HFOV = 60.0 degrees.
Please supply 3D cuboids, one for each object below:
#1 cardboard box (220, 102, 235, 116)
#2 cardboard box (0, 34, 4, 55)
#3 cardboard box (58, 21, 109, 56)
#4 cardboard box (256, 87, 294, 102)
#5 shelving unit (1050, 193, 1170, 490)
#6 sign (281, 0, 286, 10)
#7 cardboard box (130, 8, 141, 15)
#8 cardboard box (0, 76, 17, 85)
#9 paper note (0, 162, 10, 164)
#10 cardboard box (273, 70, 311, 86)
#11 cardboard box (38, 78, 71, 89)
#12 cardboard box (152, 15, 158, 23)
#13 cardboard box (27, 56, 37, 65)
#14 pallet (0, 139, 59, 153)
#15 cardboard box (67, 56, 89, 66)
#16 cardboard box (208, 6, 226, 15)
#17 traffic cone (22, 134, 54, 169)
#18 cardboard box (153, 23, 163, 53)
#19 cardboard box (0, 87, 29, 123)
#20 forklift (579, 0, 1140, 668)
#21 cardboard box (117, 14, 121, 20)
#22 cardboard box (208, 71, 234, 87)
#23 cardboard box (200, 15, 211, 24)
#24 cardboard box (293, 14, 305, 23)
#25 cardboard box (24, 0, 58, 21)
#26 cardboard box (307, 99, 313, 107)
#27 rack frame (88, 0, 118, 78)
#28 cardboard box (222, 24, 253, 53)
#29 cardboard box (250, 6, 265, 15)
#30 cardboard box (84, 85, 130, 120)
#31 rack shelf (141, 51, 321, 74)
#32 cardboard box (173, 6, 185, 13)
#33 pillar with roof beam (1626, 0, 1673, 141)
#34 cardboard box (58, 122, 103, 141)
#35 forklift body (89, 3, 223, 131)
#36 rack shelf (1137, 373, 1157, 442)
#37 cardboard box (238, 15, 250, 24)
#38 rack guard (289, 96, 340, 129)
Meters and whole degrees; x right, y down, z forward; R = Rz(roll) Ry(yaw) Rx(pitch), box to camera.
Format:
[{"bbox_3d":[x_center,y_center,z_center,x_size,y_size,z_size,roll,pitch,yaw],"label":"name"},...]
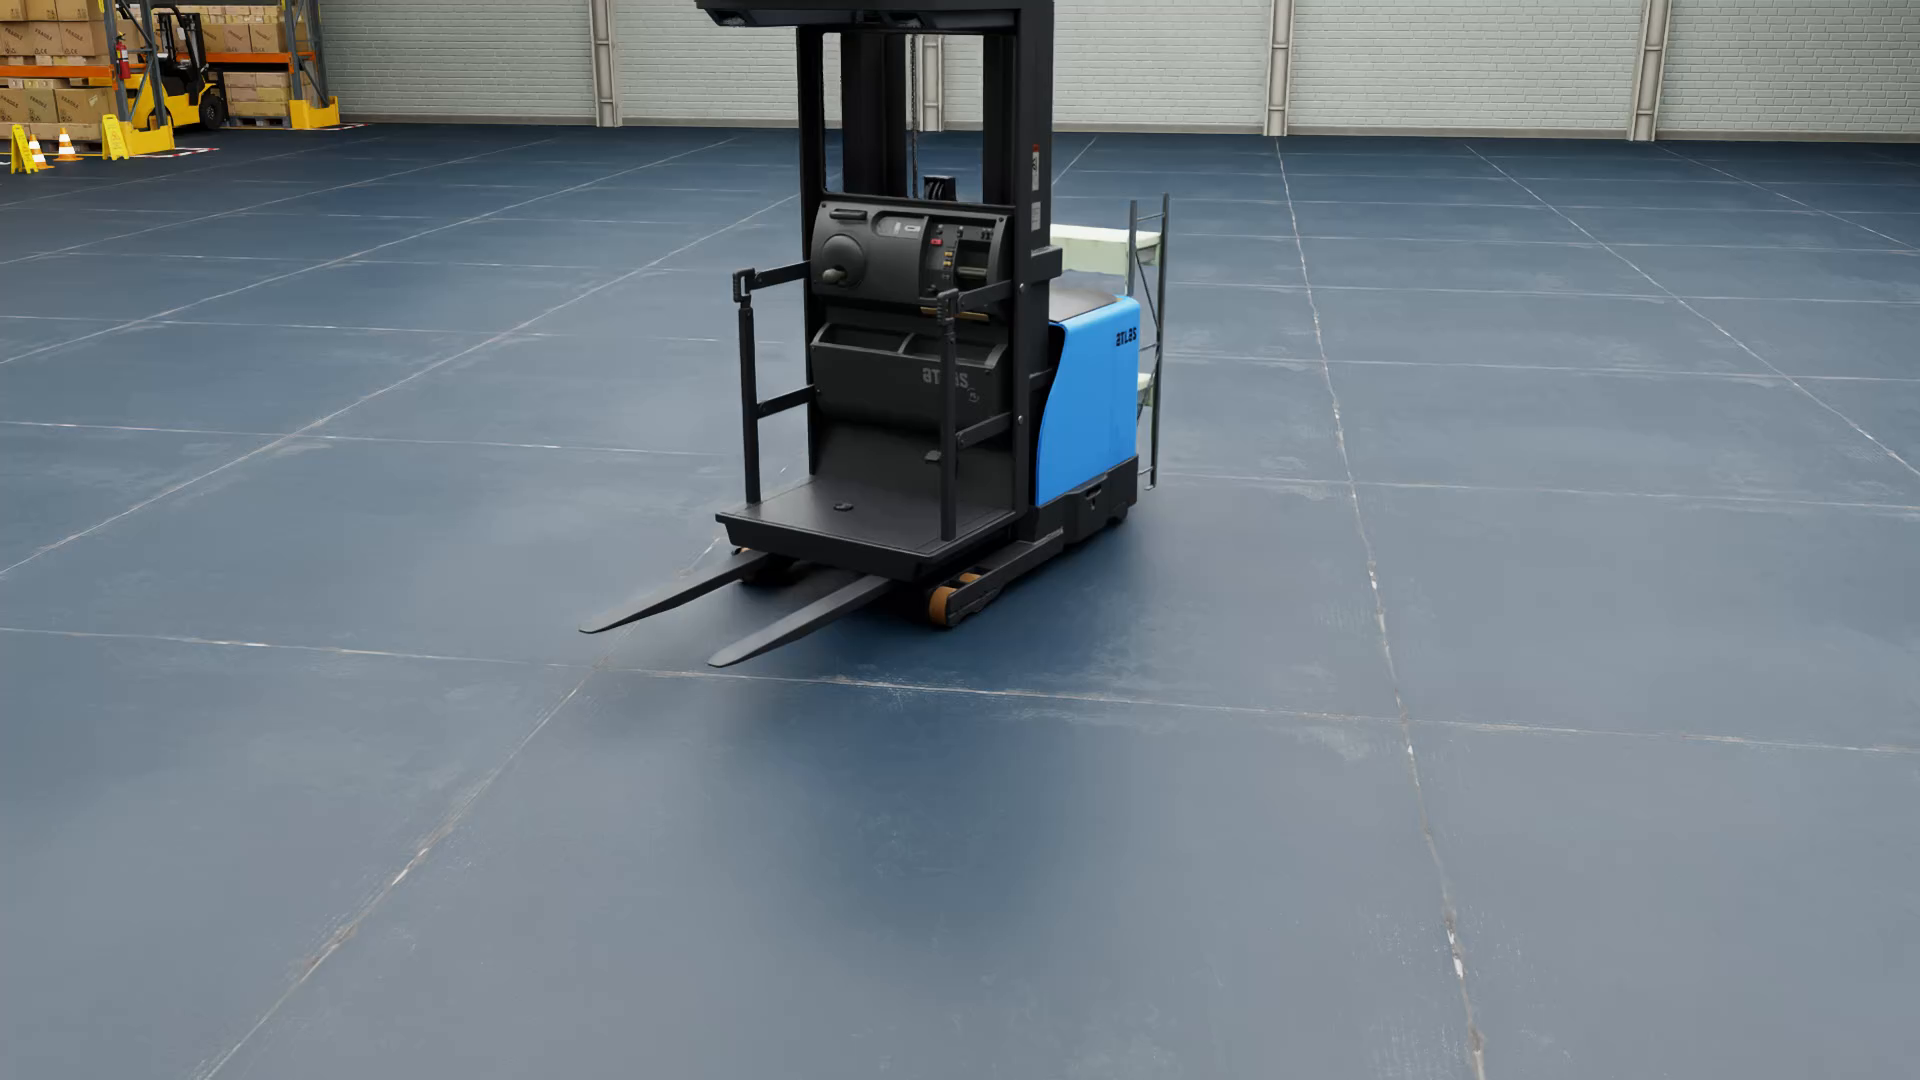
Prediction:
[{"bbox_3d":[-13.293,-7.868,30.262,0.500,0.250,0.500,3,19,9],"label":"cardboard box"},{"bbox_3d":[-14.645,-7.651,25.315,0.500,0.500,0.500,3,19,9],"label":"cardboard box"},{"bbox_3d":[-13.160,-7.566,25.063,0.500,0.500,0.500,3,19,8],"label":"cardboard box"},{"bbox_3d":[-12.327,-8.051,30.021,0.500,0.250,0.500,3,19,8],"label":"cardboard box"},{"bbox_3d":[0.601,-1.005,8.431,0.755,1.500,0.431,11,21,30],"label":"shelving unit"},{"bbox_3d":[-11.897,-9.484,29.223,0.005,0.325,0.100,3,19,9],"label":"sign"},{"bbox_3d":[-14.715,-9.541,29.941,0.250,0.149,0.380,3,19,10],"label":"cardboard box"},{"bbox_3d":[-17.771,-8.368,31.165,0.625,0.625,0.875,2,19,6],"label":"cardboard box"},{"bbox_3d":[-13.830,-5.453,24.052,0.142,0.019,0.148,-3,19,-10],"label":"paper note"},{"bbox_3d":[-12.242,-8.445,30.411,0.500,0.250,0.500,3,19,8],"label":"cardboard box"},{"bbox_3d":[-13.786,-6.951,25.319,0.250,0.149,0.380,3,19,10],"label":"cardboard box"},{"bbox_3d":[-14.465,-9.384,29.941,0.250,0.149,0.380,3,19,8],"label":"cardboard box"},{"bbox_3d":[-13.991,-7.328,25.372,0.250,0.149,0.380,3,19,9],"label":"cardboard box"},{"bbox_3d":[-14.653,-6.232,26.097,1.213,0.211,1.003,3,19,9],"label":"pallet"},{"bbox_3d":[-13.252,-7.248,25.132,0.250,0.149,0.380,3,19,8],"label":"cardboard box"},{"bbox_3d":[-13.204,-9.462,29.705,0.250,0.149,0.380,3,19,10],"label":"cardboard box"},{"bbox_3d":[-13.050,-5.486,23.471,0.334,0.463,0.336,3,19,9],"label":"traffic cone"},{"bbox_3d":[-14.333,-9.091,30.087,0.500,0.500,0.500,3,19,8],"label":"cardboard box"},{"bbox_3d":[-14.426,-6.699,25.587,0.500,0.500,0.500,2,19,7],"label":"cardboard box"},{"bbox_3d":[-0.331,-1.203,6.779,1.130,2.935,3.031,11,21,30],"label":"forklift"},{"bbox_3d":[-15.217,-9.437,30.102,0.250,0.149,0.380,3,19,10],"label":"cardboard box"},{"bbox_3d":[-13.306,-8.333,30.077,0.500,0.250,0.500,3,19,9],"label":"cardboard box"},{"bbox_3d":[-13.454,-9.334,29.792,0.250,0.149,0.380,3,19,9],"label":"cardboard box"},{"bbox_3d":[-12.091,-9.445,30.126,0.250,0.149,0.380,2,19,7],"label":"cardboard box"},{"bbox_3d":[-13.618,-8.085,25.036,0.500,0.500,0.700,3,19,9],"label":"cardboard box"},{"bbox_3d":[-12.251,-7.973,30.577,0.500,0.250,0.500,3,19,9],"label":"cardboard box"},{"bbox_3d":[-15.746,-9.193,30.552,0.127,3.000,1.000,3,19,9],"label":"rack frame"},{"bbox_3d":[-12.835,-9.011,29.849,0.500,0.500,0.500,4,19,10],"label":"cardboard box"},{"bbox_3d":[-12.433,-9.443,29.649,0.250,0.149,0.380,3,19,9],"label":"cardboard box"},{"bbox_3d":[-13.357,-6.816,25.936,0.500,0.500,0.500,2,19,7],"label":"cardboard box"},{"bbox_3d":[-13.772,-8.752,30.365,4.000,0.370,1.077,3,19,9],"label":"rack shelf"},{"bbox_3d":[-13.945,-9.534,29.920,0.250,0.149,0.380,3,19,9],"label":"cardboard box"},{"bbox_3d":[10.672,-9.598,22.306,0.400,9.000,9.100,3,19,9],"label":"pillar with roof beam"},{"bbox_3d":[-13.445,-6.290,25.545,0.500,0.250,0.500,3,19,8],"label":"cardboard box"},{"bbox_3d":[-13.959,-8.114,28.662,1.214,2.155,2.313,3,19,9],"label":"forklift body"},{"bbox_3d":[0.598,-0.694,8.531,0.720,0.370,0.431,11,21,30],"label":"rack shelf"},{"bbox_3d":[-12.687,-9.313,29.728,0.250,0.149,0.380,3,19,10],"label":"cardboard box"},{"bbox_3d":[-11.773,-7.806,30.343,0.348,0.500,1.175,3,19,9],"label":"rack guard"}]
